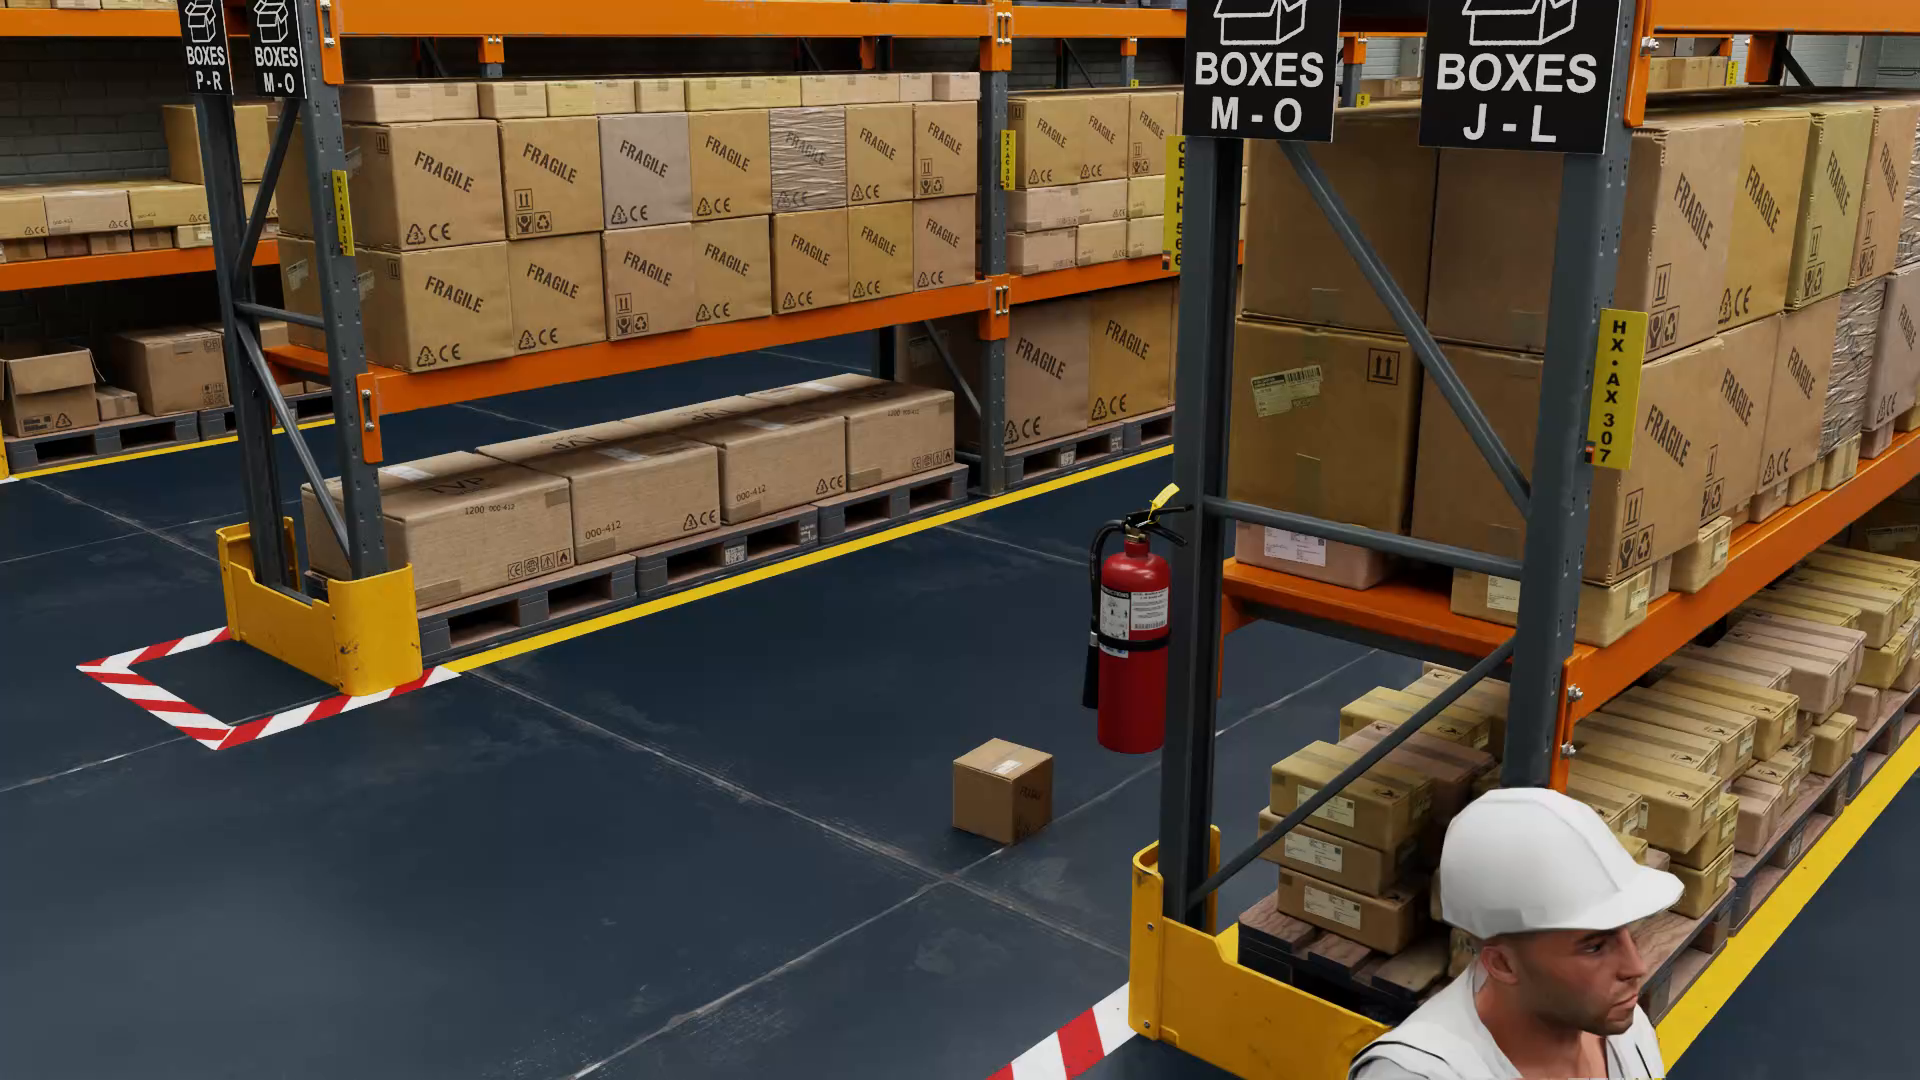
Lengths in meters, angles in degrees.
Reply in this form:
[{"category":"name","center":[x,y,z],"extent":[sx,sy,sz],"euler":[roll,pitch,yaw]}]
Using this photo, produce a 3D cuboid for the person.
[{"category":"person","center":[0.724,1.195,2.073],"extent":[0.532,1.848,0.634],"euler":[-10,19,-29]}]
